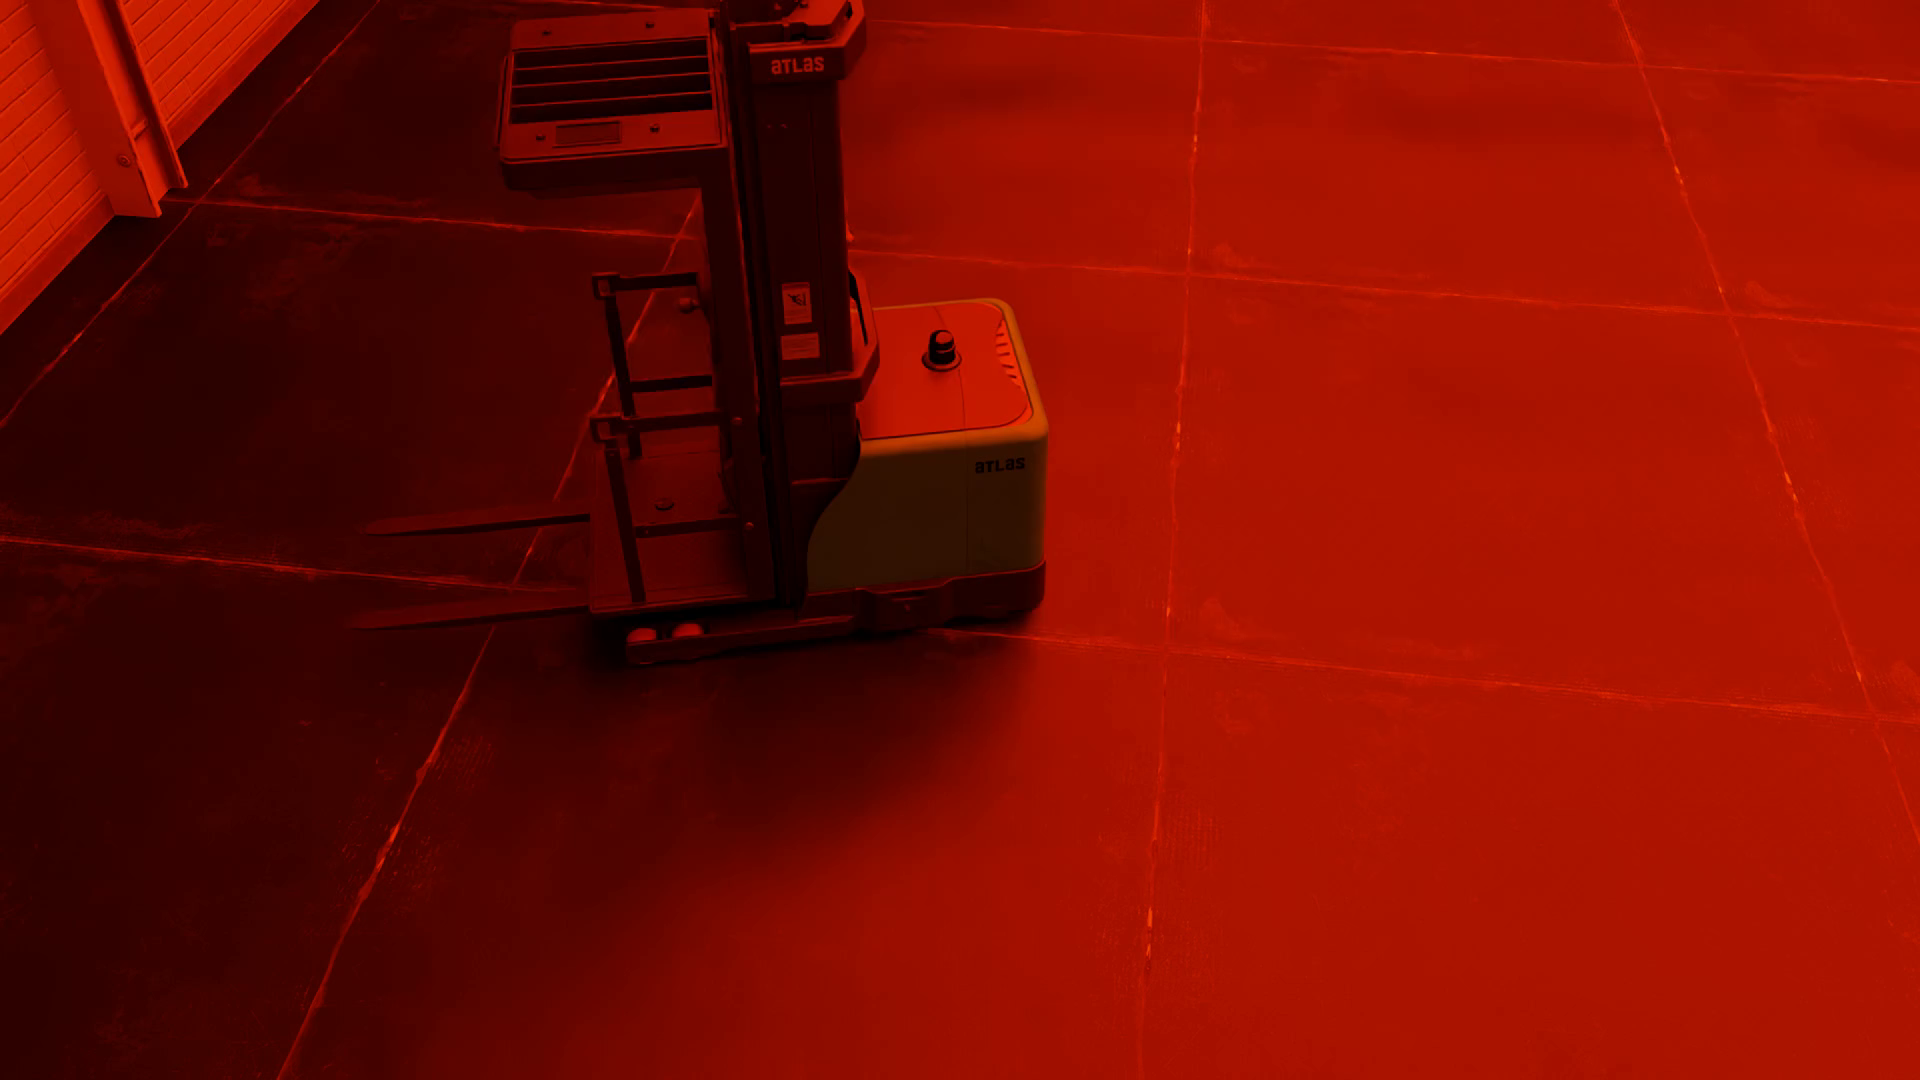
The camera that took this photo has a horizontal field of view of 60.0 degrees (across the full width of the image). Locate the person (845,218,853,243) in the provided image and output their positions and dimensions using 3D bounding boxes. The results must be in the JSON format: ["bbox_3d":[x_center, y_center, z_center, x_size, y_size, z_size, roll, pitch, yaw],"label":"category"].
[{"bbox_3d":[-0.933,-2.219,9.119,0.659,1.618,0.497,-26,48,-25],"label":"person"}]

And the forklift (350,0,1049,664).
[{"bbox_3d":[-1.181,-0.918,6.724,3.031,2.935,1.130,-6,43,-7],"label":"forklift"}]
